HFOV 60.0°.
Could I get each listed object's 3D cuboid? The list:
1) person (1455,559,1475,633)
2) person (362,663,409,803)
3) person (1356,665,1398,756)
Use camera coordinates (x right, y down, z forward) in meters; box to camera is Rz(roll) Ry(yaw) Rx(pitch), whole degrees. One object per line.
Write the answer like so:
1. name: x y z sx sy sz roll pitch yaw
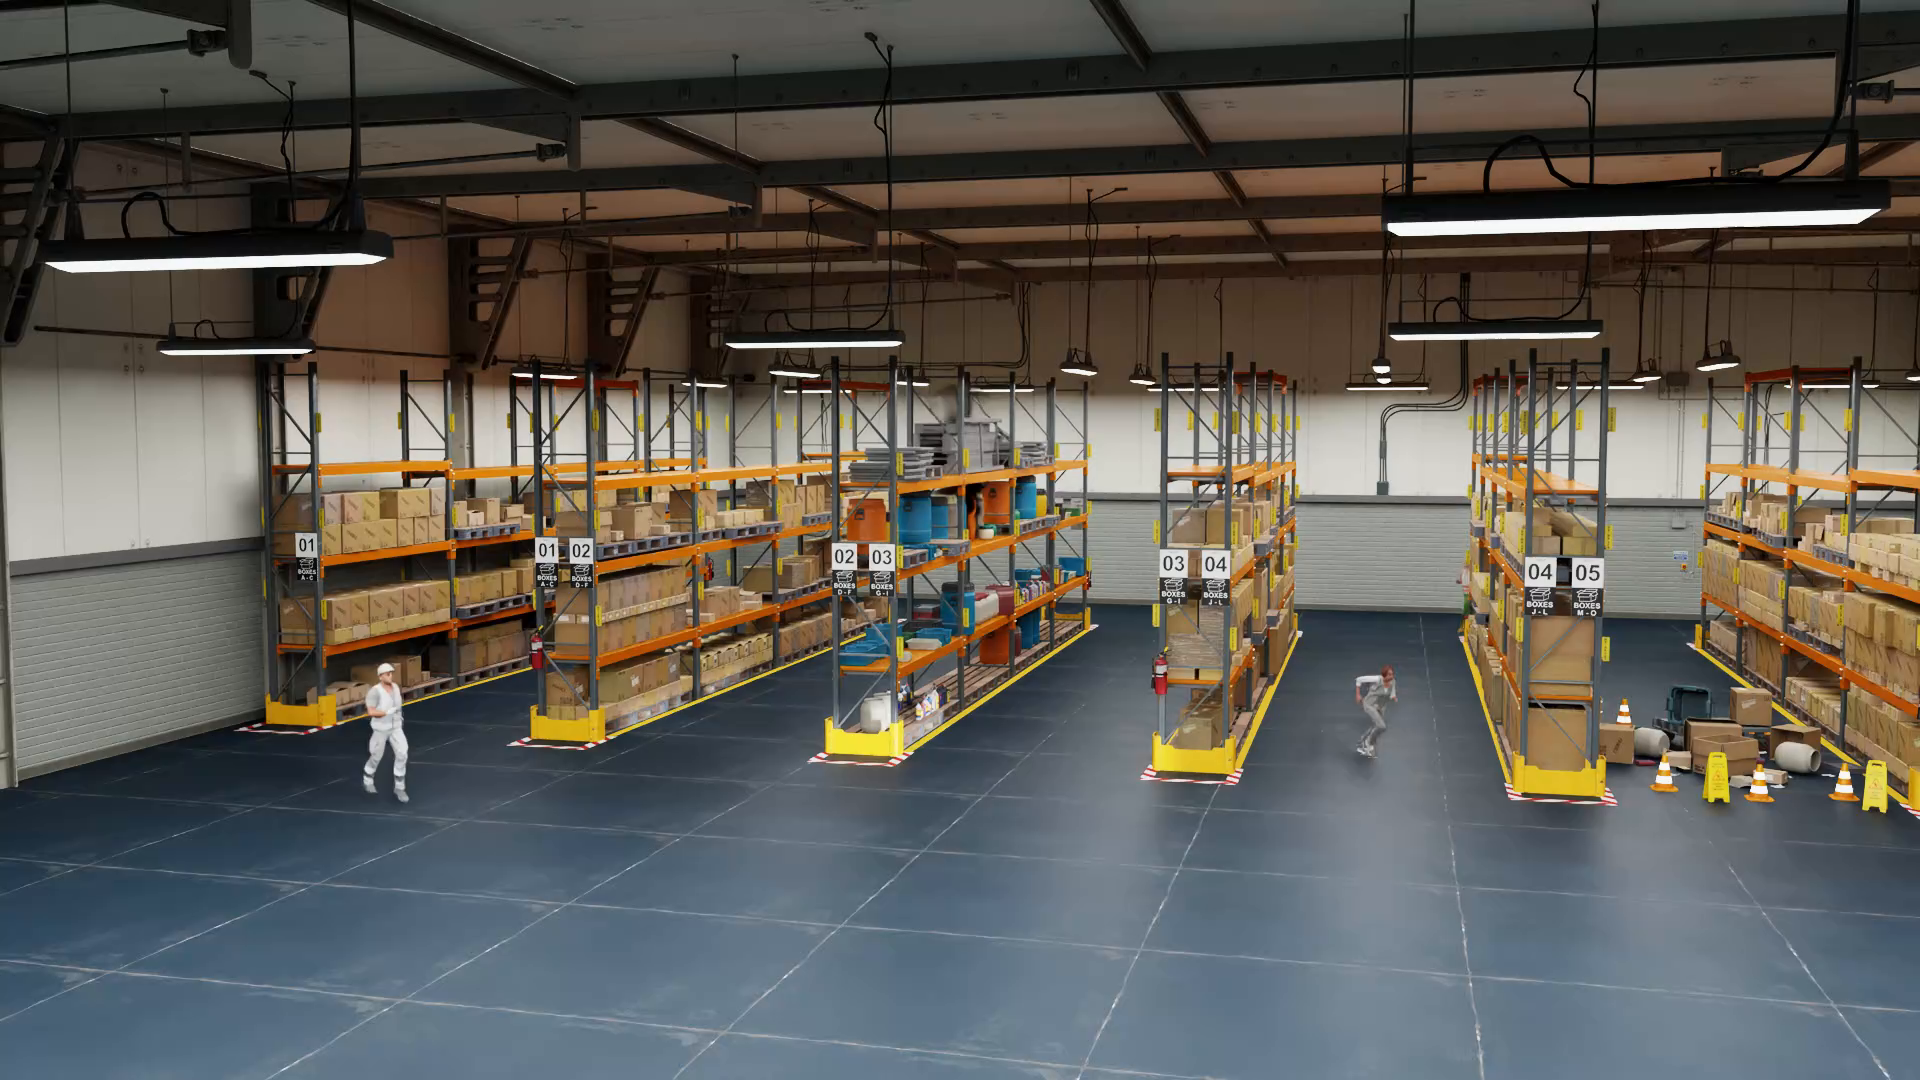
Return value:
1. person: 12.275 1.300 39.874 0.981 1.814 0.671 -2 4 -25
2. person: -7.623 2.545 22.070 0.886 1.840 0.647 3 5 38
3. person: 6.158 2.536 24.699 0.569 1.435 0.863 -2 4 -23
